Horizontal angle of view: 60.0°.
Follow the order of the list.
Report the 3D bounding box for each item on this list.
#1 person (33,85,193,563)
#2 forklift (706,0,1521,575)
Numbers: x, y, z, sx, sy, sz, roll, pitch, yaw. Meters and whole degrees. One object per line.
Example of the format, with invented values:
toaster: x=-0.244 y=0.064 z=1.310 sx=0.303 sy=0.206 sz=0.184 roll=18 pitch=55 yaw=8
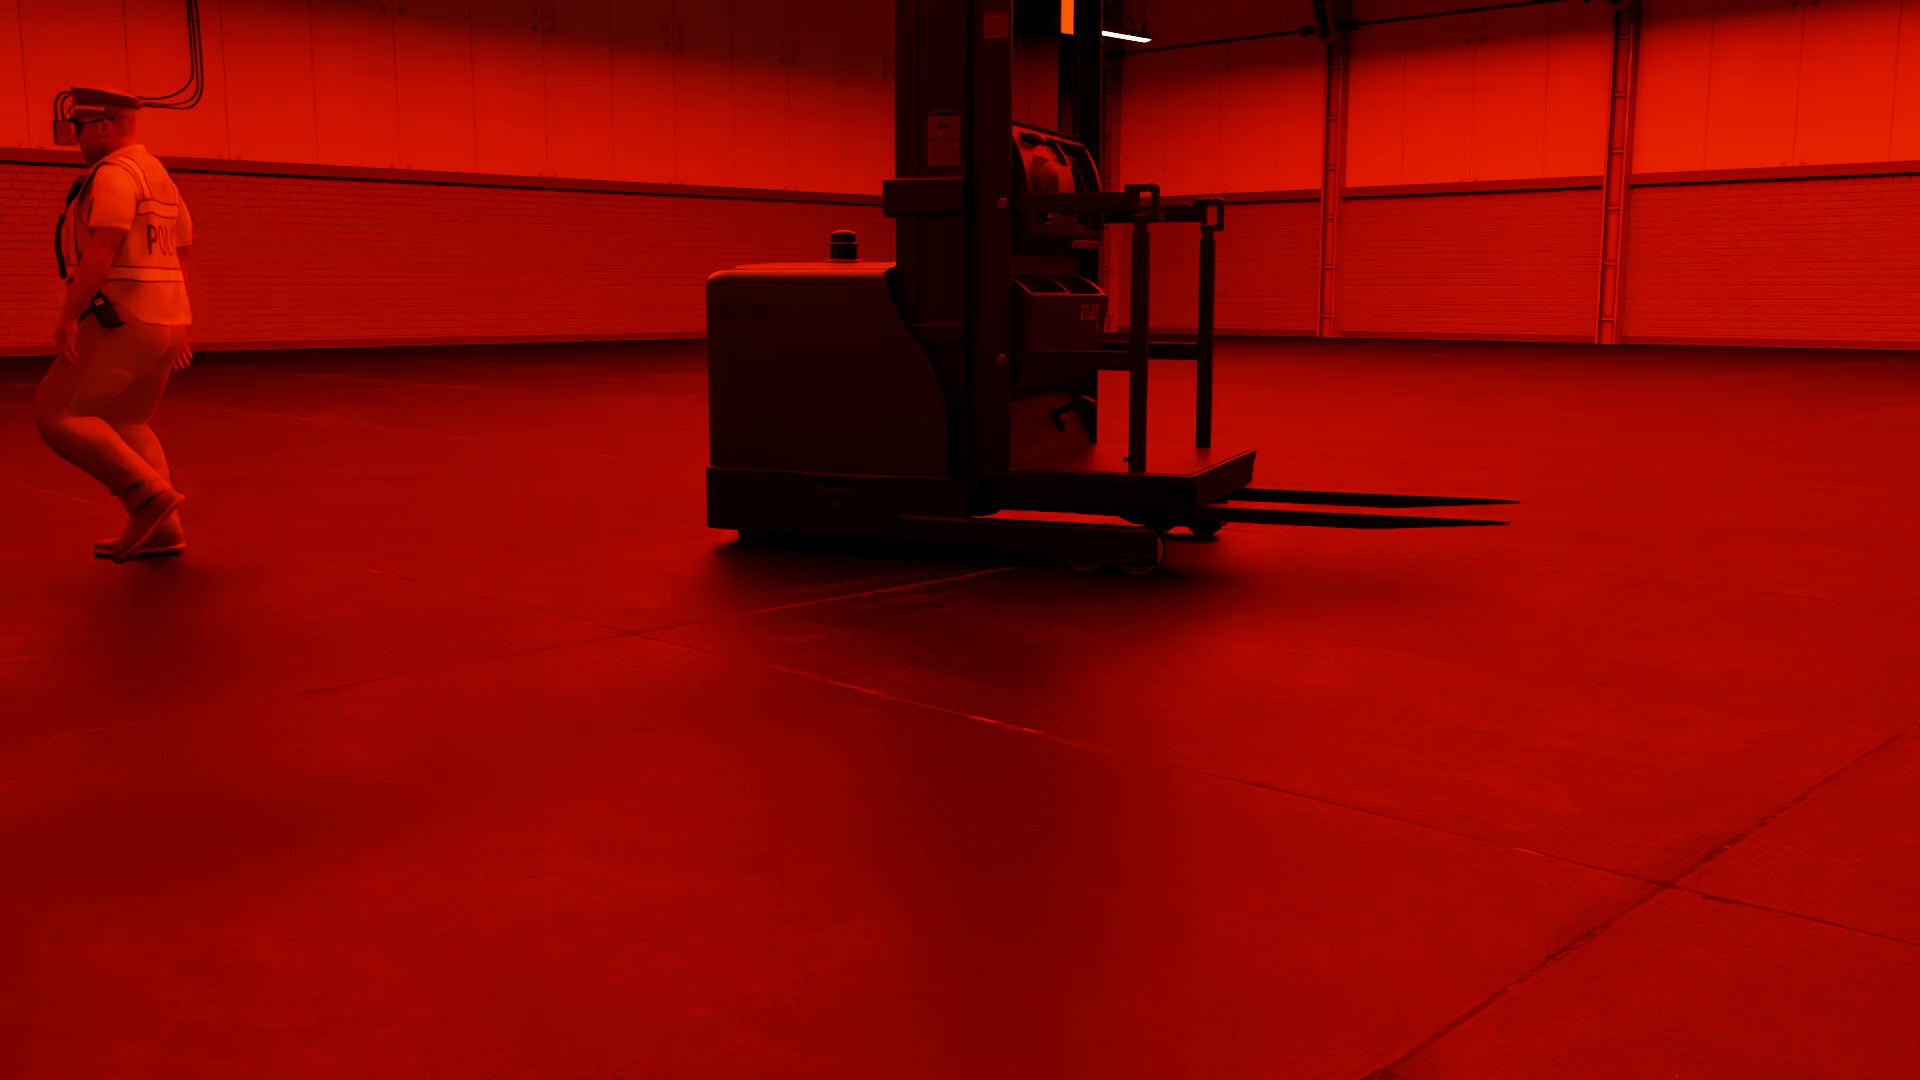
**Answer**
person: x=-3.115 y=-0.787 z=6.135 sx=0.477 sy=1.732 sz=0.699 roll=-1 pitch=9 yaw=-10
forklift: x=0.565 y=-1.416 z=6.275 sx=3.031 sy=2.935 sz=1.130 roll=3 pitch=9 yaw=22
